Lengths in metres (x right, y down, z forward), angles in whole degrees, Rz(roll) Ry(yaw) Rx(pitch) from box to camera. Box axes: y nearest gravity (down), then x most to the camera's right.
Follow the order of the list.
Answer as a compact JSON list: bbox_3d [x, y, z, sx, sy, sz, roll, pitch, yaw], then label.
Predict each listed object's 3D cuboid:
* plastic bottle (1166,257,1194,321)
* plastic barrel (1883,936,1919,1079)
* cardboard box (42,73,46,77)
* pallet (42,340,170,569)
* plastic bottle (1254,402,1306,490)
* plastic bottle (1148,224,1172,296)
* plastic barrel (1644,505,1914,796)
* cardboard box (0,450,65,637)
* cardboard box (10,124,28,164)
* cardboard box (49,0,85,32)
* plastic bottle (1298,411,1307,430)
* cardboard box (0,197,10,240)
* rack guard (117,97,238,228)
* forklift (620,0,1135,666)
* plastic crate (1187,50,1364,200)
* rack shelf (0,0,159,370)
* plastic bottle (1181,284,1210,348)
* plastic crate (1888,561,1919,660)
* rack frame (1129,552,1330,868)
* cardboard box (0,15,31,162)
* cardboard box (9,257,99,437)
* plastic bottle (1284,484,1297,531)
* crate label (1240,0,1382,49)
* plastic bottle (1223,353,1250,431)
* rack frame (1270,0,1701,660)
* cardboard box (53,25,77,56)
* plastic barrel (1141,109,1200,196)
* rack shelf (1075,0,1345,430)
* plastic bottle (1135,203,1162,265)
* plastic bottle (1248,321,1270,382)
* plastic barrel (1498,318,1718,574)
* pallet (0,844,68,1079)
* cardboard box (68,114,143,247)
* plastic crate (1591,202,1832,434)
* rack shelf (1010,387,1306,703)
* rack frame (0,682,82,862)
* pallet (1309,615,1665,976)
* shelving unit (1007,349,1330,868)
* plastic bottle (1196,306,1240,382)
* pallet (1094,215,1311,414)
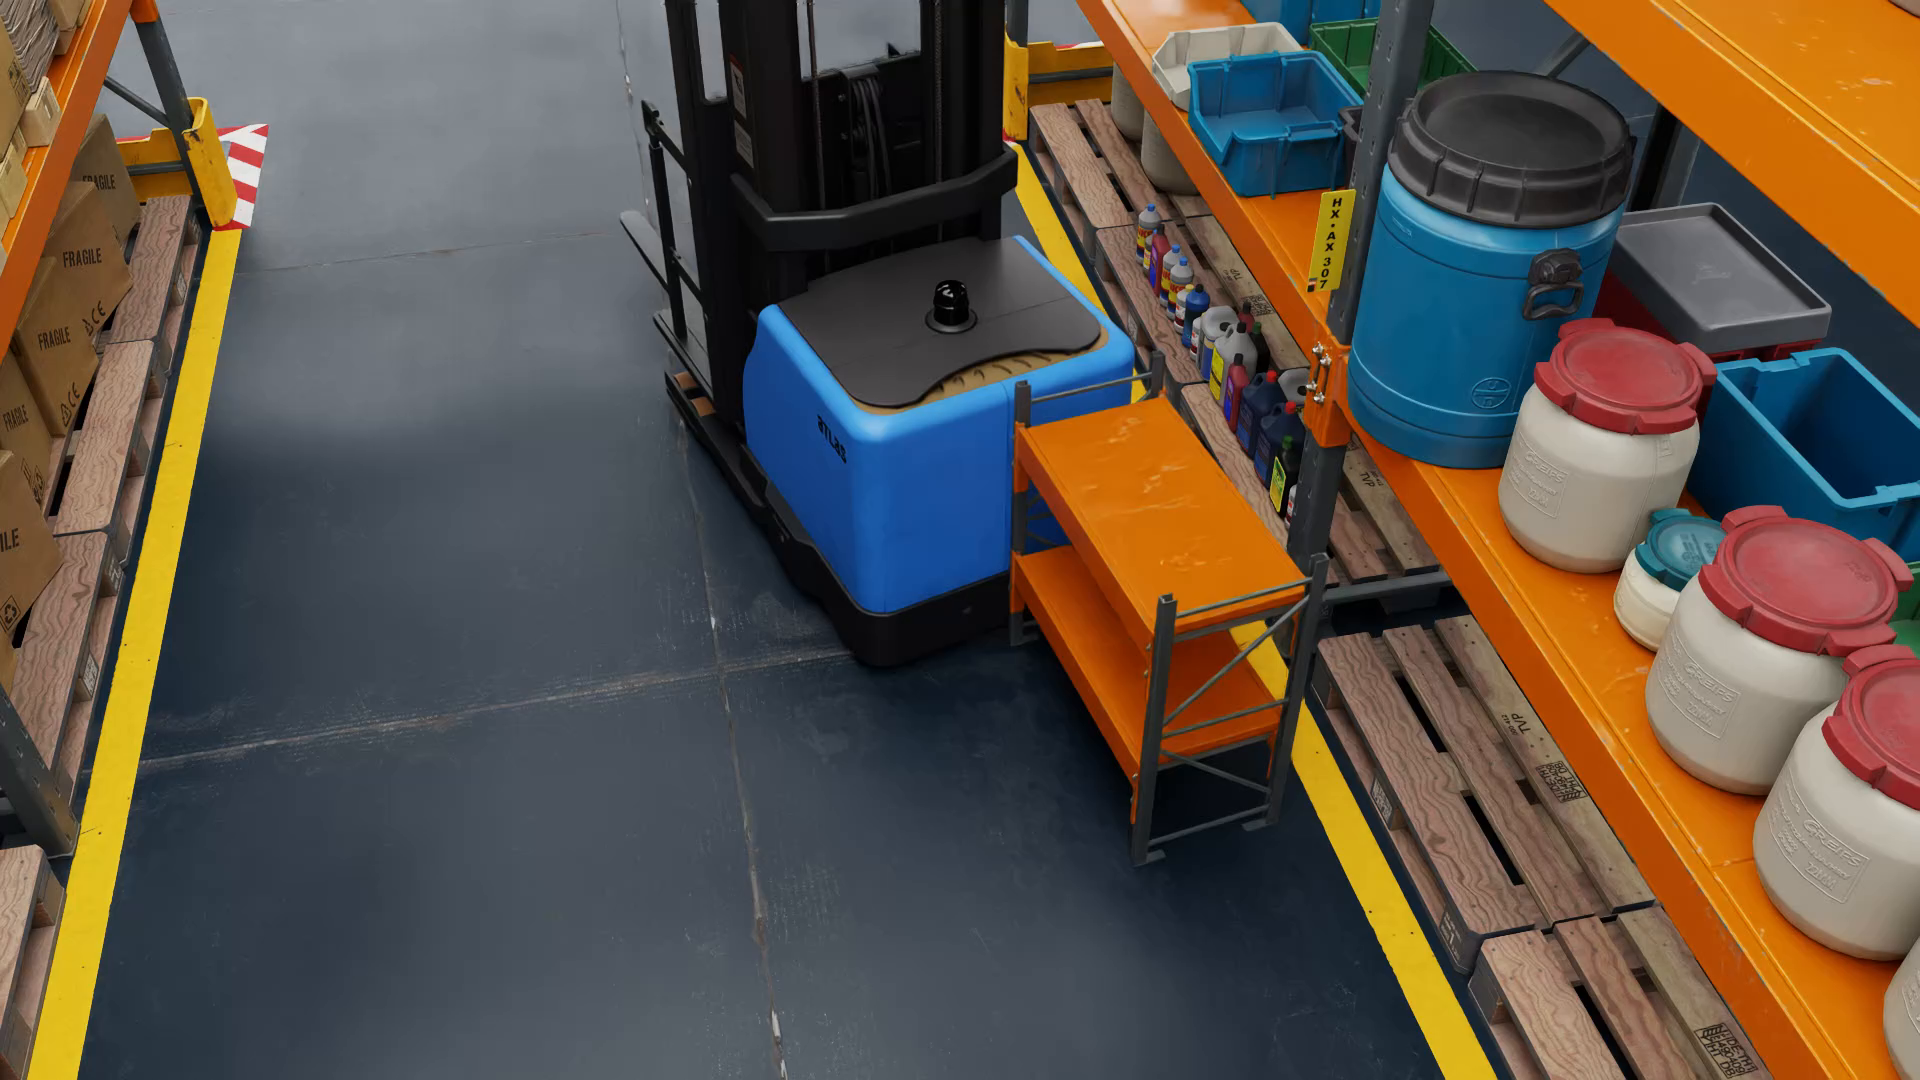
[{"bbox_3d":[0.916,-1.048,6.895,0.097,0.271,0.097,0,42,0],"label":"plastic bottle"},{"bbox_3d":[1.938,0.824,2.978,0.421,0.512,0.421,0,42,0],"label":"plastic barrel"},{"bbox_3d":[-3.554,-1.644,6.031,0.380,0.149,0.250,-8,42,-9],"label":"cardboard box"},{"bbox_3d":[-3.686,-0.288,6.415,1.003,0.211,1.213,-8,42,-9],"label":"pallet"},{"bbox_3d":[1.176,-0.368,6.069,0.144,0.351,0.185,-9,42,-10],"label":"plastic bottle"},{"bbox_3d":[0.851,-1.190,7.046,0.061,0.283,0.133,-8,42,-9],"label":"plastic bottle"},{"bbox_3d":[1.747,0.259,3.597,0.433,0.535,0.433,0,42,0],"label":"plastic barrel"},{"bbox_3d":[-3.418,0.035,5.518,0.500,0.500,0.500,4,42,4],"label":"cardboard box"},{"bbox_3d":[-3.428,-1.322,5.669,0.380,0.149,0.250,-8,42,-9],"label":"cardboard box"},{"bbox_3d":[-3.786,-2.182,6.149,0.875,0.500,0.500,-8,42,-9],"label":"cardboard box"},{"bbox_3d":[1.317,-0.388,6.092,0.144,0.351,0.185,-8,42,-9],"label":"plastic bottle"},{"bbox_3d":[-3.286,-1.003,5.310,0.380,0.149,0.250,-8,42,-9],"label":"cardboard box"},{"bbox_3d":[-4.087,-1.717,7.807,1.175,0.500,0.348,-8,42,-9],"label":"rack guard"},{"bbox_3d":[-0.550,-1.638,5.888,1.130,2.935,3.031,-19,45,-20],"label":"forklift"},{"bbox_3d":[1.092,-1.440,5.725,0.499,0.251,0.616,-8,42,-9],"label":"plastic crate"},{"bbox_3d":[-3.672,-1.135,5.811,1.077,0.370,4.000,-8,42,-9],"label":"rack shelf"},{"bbox_3d":[0.959,-0.916,6.747,0.097,0.271,0.097,0,42,0],"label":"plastic bottle"},{"bbox_3d":[2.248,0.350,3.756,0.450,0.188,0.662,-8,42,-9],"label":"plastic crate"},{"bbox_3d":[0.763,0.520,4.817,0.500,1.125,0.032,-14,43,-15],"label":"rack frame"},{"bbox_3d":[-3.624,-1.526,5.410,0.875,0.500,0.500,-8,42,-9],"label":"cardboard box"},{"bbox_3d":[-3.706,-0.725,6.373,0.500,0.500,0.500,-5,42,-5],"label":"cardboard box"},{"bbox_3d":[1.214,-0.126,5.909,0.097,0.201,0.097,0,42,0],"label":"plastic bottle"},{"bbox_3d":[1.394,-2.269,6.520,0.502,0.435,0.616,-8,42,-9],"label":"crate label"},{"bbox_3d":[1.059,-0.566,6.343,0.061,0.283,0.133,-6,42,-6],"label":"plastic bottle"},{"bbox_3d":[1.596,-0.818,4.912,1.000,3.000,0.127,-8,42,-9],"label":"rack frame"},{"bbox_3d":[-3.644,-1.971,6.400,0.380,0.149,0.250,-8,42,-9],"label":"cardboard box"},{"bbox_3d":[1.058,-1.897,7.685,0.421,0.512,0.421,0,42,0],"label":"plastic barrel"},{"bbox_3d":[1.165,-1.845,6.611,1.077,0.370,4.000,-8,42,-9],"label":"rack shelf"},{"bbox_3d":[0.820,-1.335,7.218,0.097,0.271,0.097,0,42,0],"label":"plastic bottle"},{"bbox_3d":[1.159,-0.708,6.502,0.061,0.283,0.133,-8,42,-9],"label":"plastic bottle"},{"bbox_3d":[1.589,-0.217,4.132,0.433,0.535,0.433,0,42,0],"label":"plastic barrel"},{"bbox_3d":[-3.070,1.439,4.469,1.003,0.211,1.213,-8,42,-9],"label":"pallet"},{"bbox_3d":[-3.985,-1.516,7.265,0.500,0.500,0.500,-1,42,-1],"label":"cardboard box"},{"bbox_3d":[2.000,-0.572,4.586,0.402,0.464,0.583,-8,42,-9],"label":"plastic crate"},{"bbox_3d":[0.585,-0.015,4.979,0.538,0.278,1.000,-14,43,-15],"label":"rack shelf"},{"bbox_3d":[-3.240,-0.108,4.112,1.000,3.000,0.127,-8,42,-9],"label":"rack frame"},{"bbox_3d":[1.804,0.729,5.270,1.003,0.211,1.213,-8,42,-9],"label":"pallet"},{"bbox_3d":[0.585,0.204,5.173,0.538,1.125,1.048,-14,43,-15],"label":"shelving unit"},{"bbox_3d":[1.034,-0.779,6.589,0.152,0.276,0.135,-8,42,-8],"label":"plastic bottle"},{"bbox_3d":[1.225,-1.008,7.227,1.003,0.211,1.213,-8,42,-9],"label":"pallet"}]
